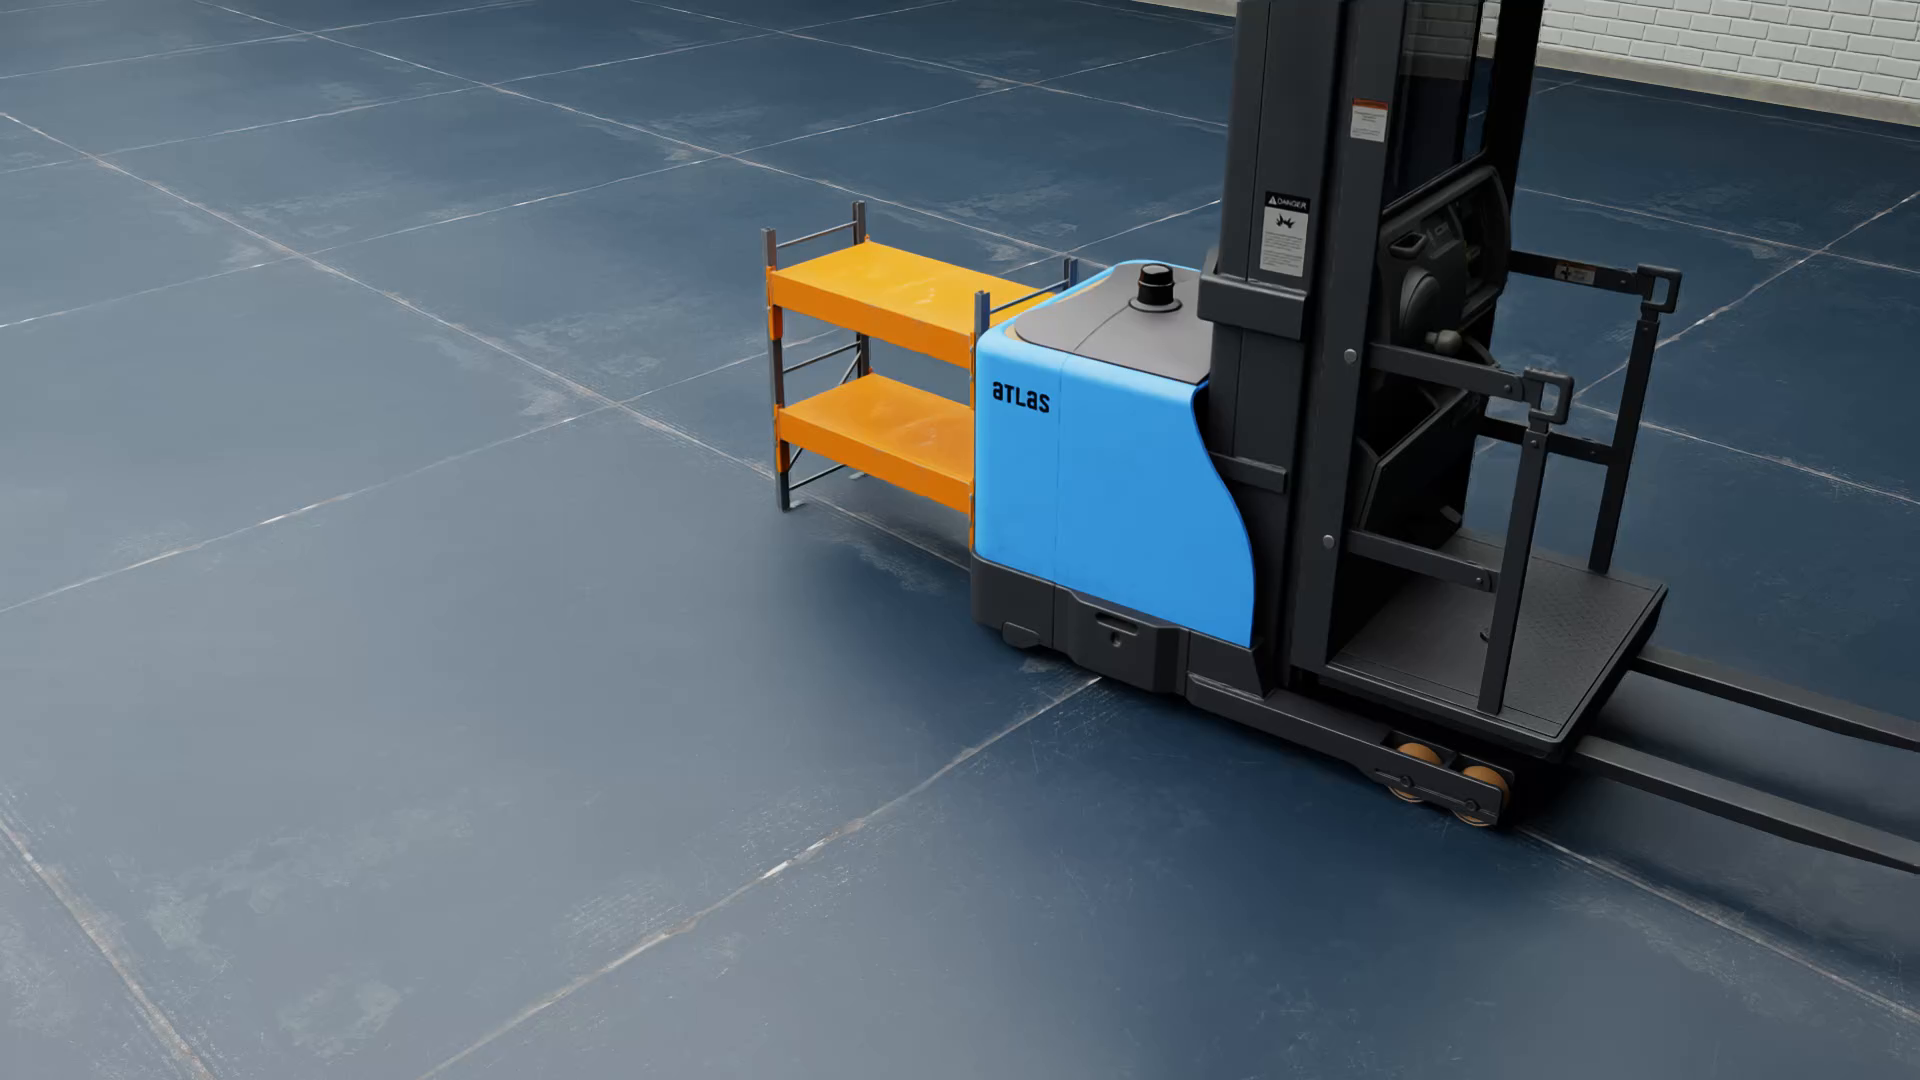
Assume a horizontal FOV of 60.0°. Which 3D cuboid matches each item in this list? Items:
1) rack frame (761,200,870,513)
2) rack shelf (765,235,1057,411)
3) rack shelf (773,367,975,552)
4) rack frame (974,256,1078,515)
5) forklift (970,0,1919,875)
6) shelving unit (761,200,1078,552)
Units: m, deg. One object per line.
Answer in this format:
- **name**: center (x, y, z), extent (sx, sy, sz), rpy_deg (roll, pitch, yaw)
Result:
- **rack frame**: center (-0.534, -0.694, 6.362), extent (0.032, 1.125, 0.500), rpy_deg (23, 35, 36)
- **rack shelf**: center (-0.155, -0.796, 5.926), extent (1.000, 0.278, 0.538), rpy_deg (23, 35, 36)
- **rack shelf**: center (-0.155, -0.320, 6.176), extent (1.000, 0.278, 0.538), rpy_deg (23, 35, 36)
- **rack frame**: center (0.224, -0.379, 5.762), extent (0.032, 1.125, 0.500), rpy_deg (23, 35, 36)
- **forklift**: center (1.530, -0.769, 4.563), extent (3.031, 2.935, 1.130), rpy_deg (18, 33, 31)
- **shelving unit**: center (-0.155, -0.537, 6.062), extent (1.048, 1.125, 0.538), rpy_deg (23, 35, 36)
